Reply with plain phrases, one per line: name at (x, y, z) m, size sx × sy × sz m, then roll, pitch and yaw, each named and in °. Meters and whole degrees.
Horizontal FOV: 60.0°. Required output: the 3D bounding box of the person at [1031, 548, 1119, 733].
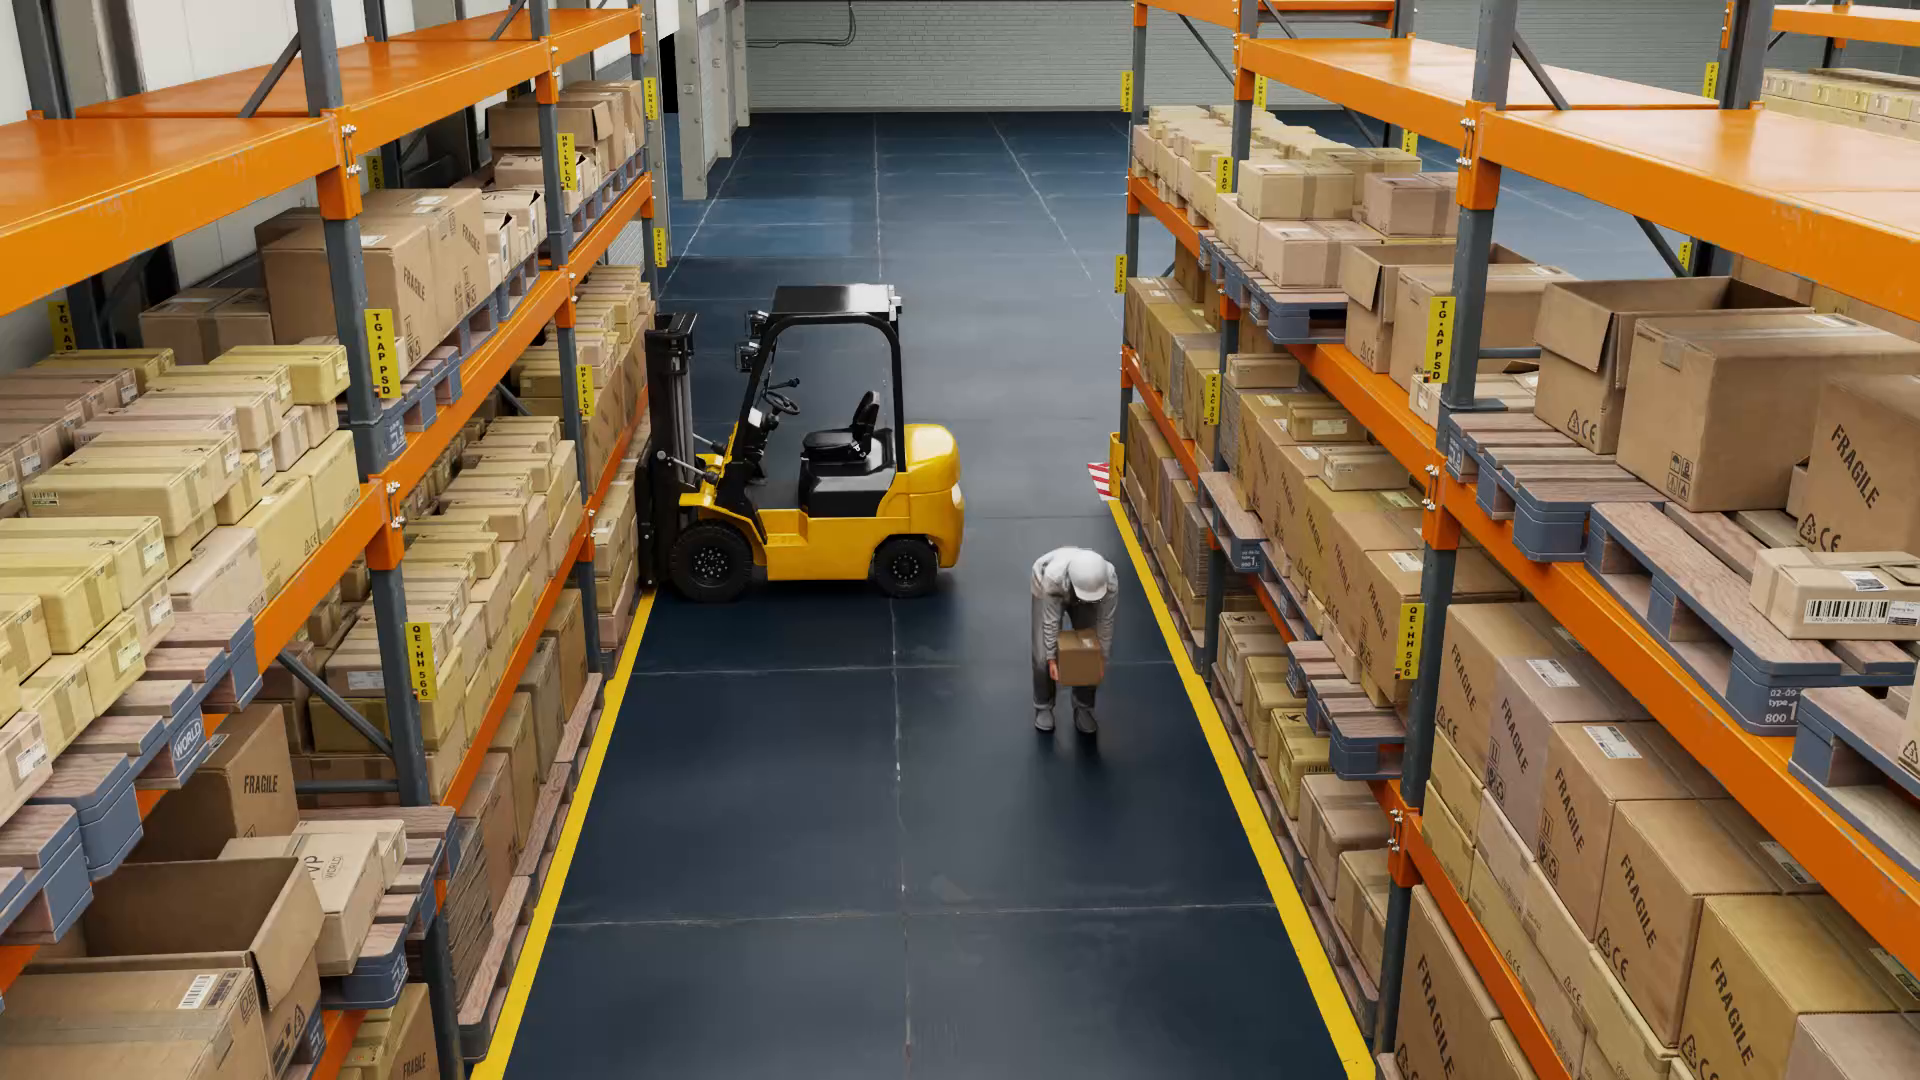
person at (0.695, 0.582, 10.072) m, size 0.475 × 1.352 × 0.936 m, roll -2°, pitch 20°, yaw -5°
